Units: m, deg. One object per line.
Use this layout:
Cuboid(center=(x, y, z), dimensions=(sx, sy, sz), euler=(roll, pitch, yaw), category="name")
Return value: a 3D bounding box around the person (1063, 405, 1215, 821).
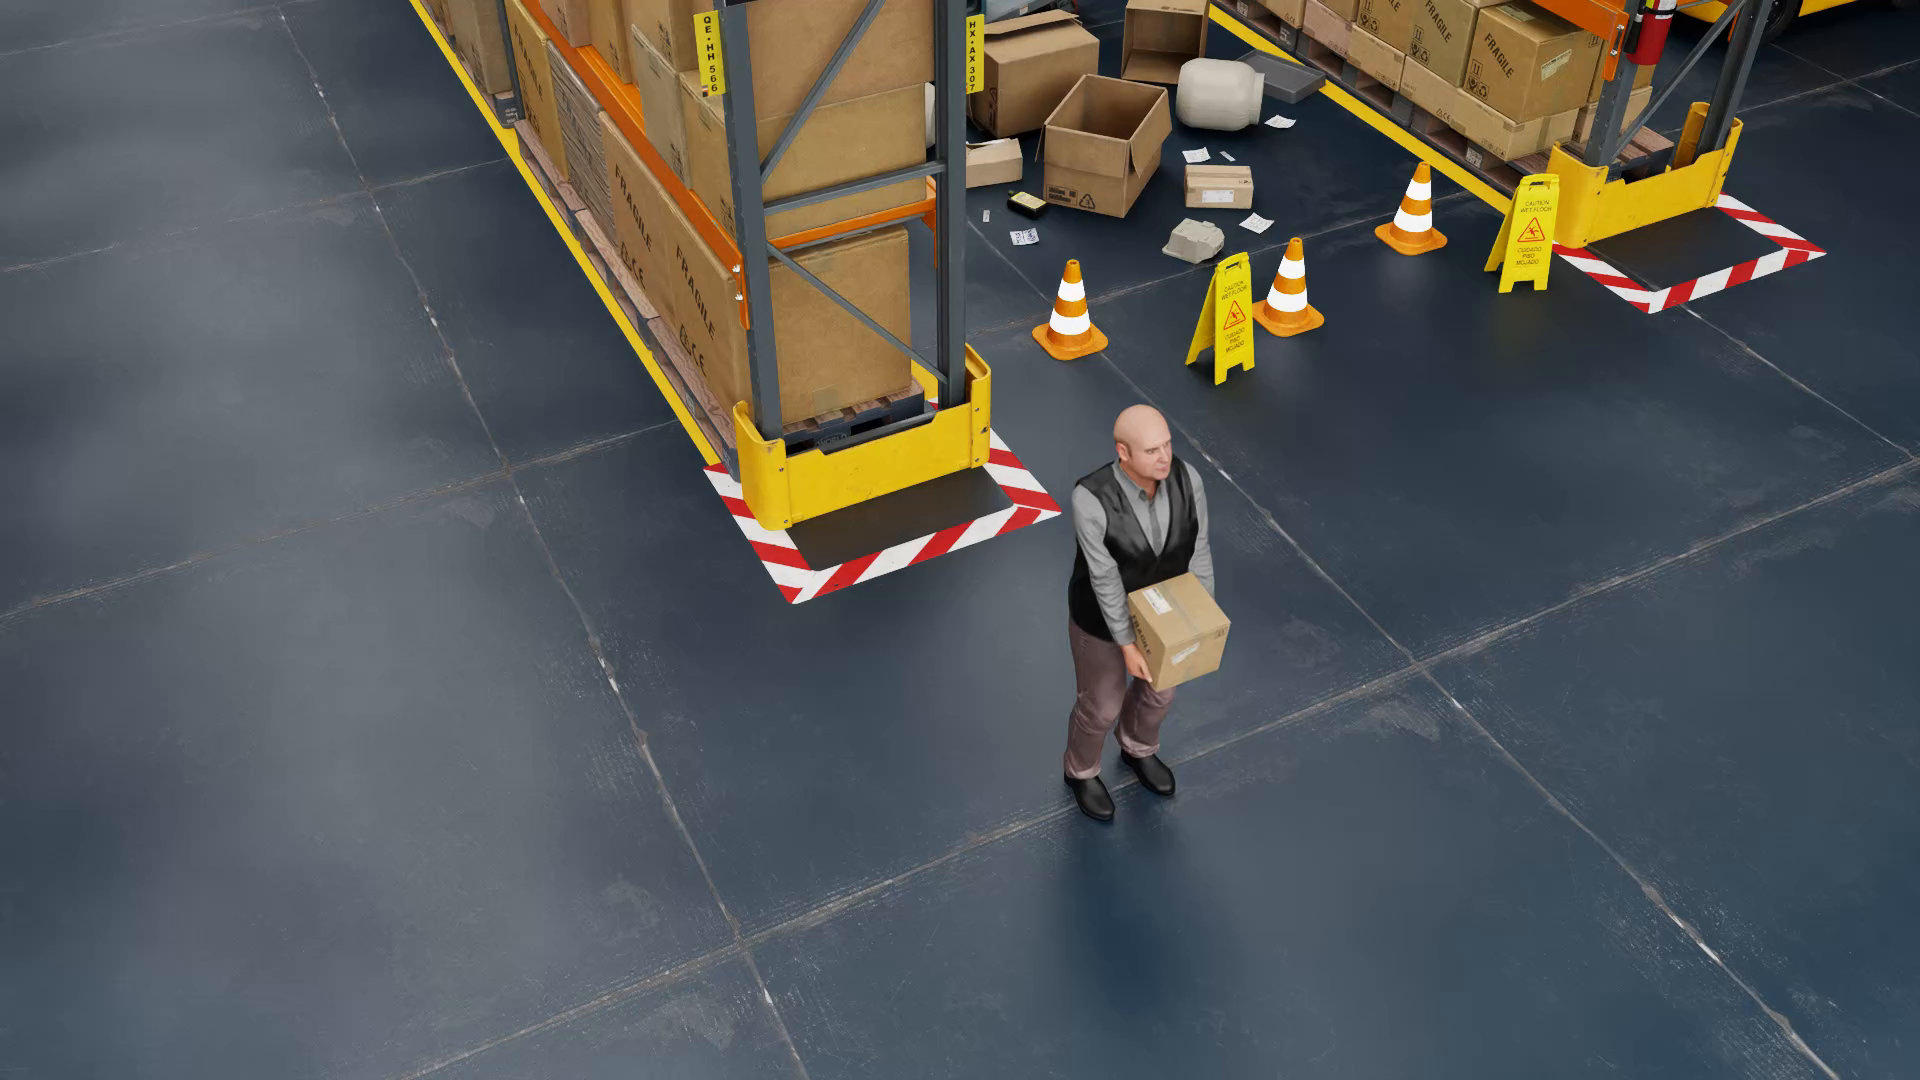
Cuboid(center=(0.652, 0.315, 5.820), dimensions=(0.494, 1.714, 0.546), euler=(-18, 44, -20), category="person")
